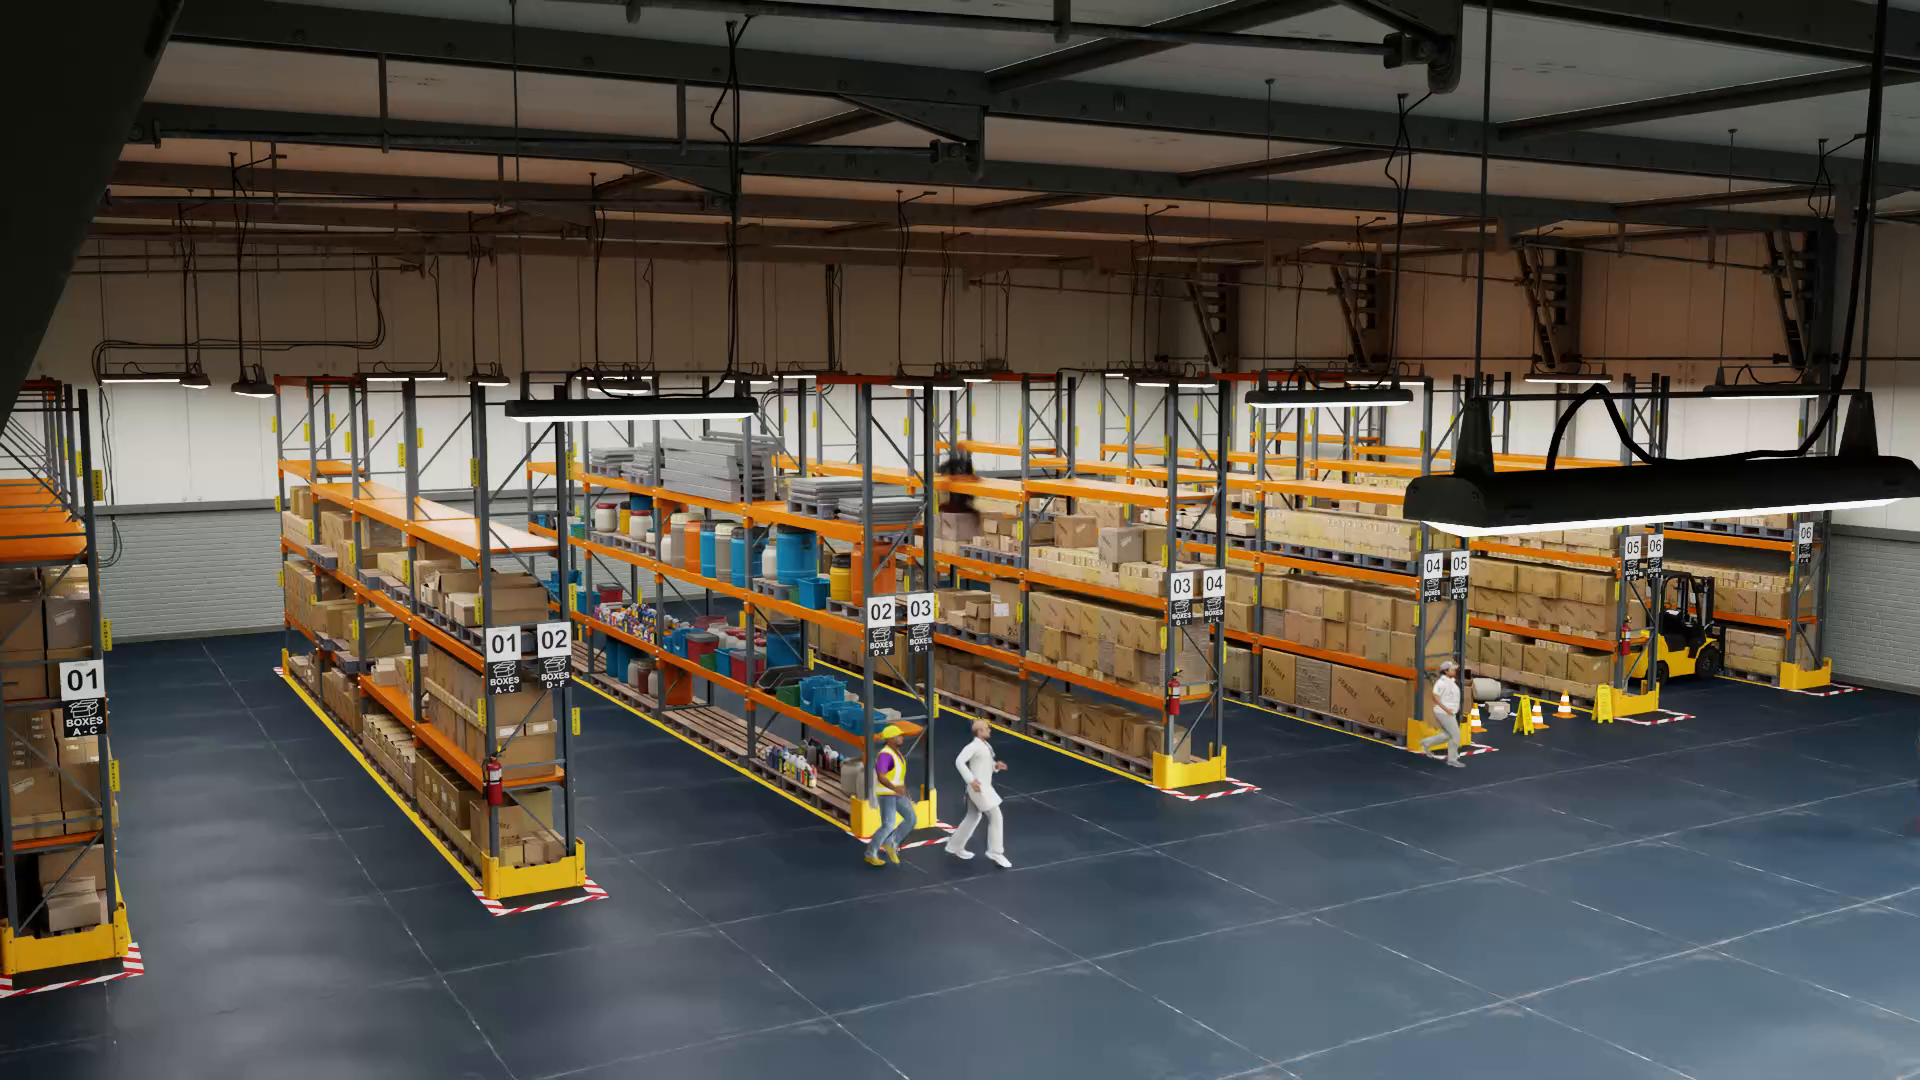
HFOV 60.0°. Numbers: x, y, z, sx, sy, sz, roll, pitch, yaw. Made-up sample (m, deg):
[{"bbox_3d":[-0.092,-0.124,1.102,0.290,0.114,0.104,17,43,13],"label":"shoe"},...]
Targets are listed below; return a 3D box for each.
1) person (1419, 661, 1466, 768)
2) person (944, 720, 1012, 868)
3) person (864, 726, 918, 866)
[{"bbox_3d":[7.539,2.691,25.899,0.728,1.634,0.625,3,7,28],"label":"person"},{"bbox_3d":[0.246,3.170,20.863,0.816,1.832,0.730,0,6,0],"label":"person"},{"bbox_3d":[-0.840,3.195,20.890,0.622,1.731,0.767,2,7,18],"label":"person"}]
